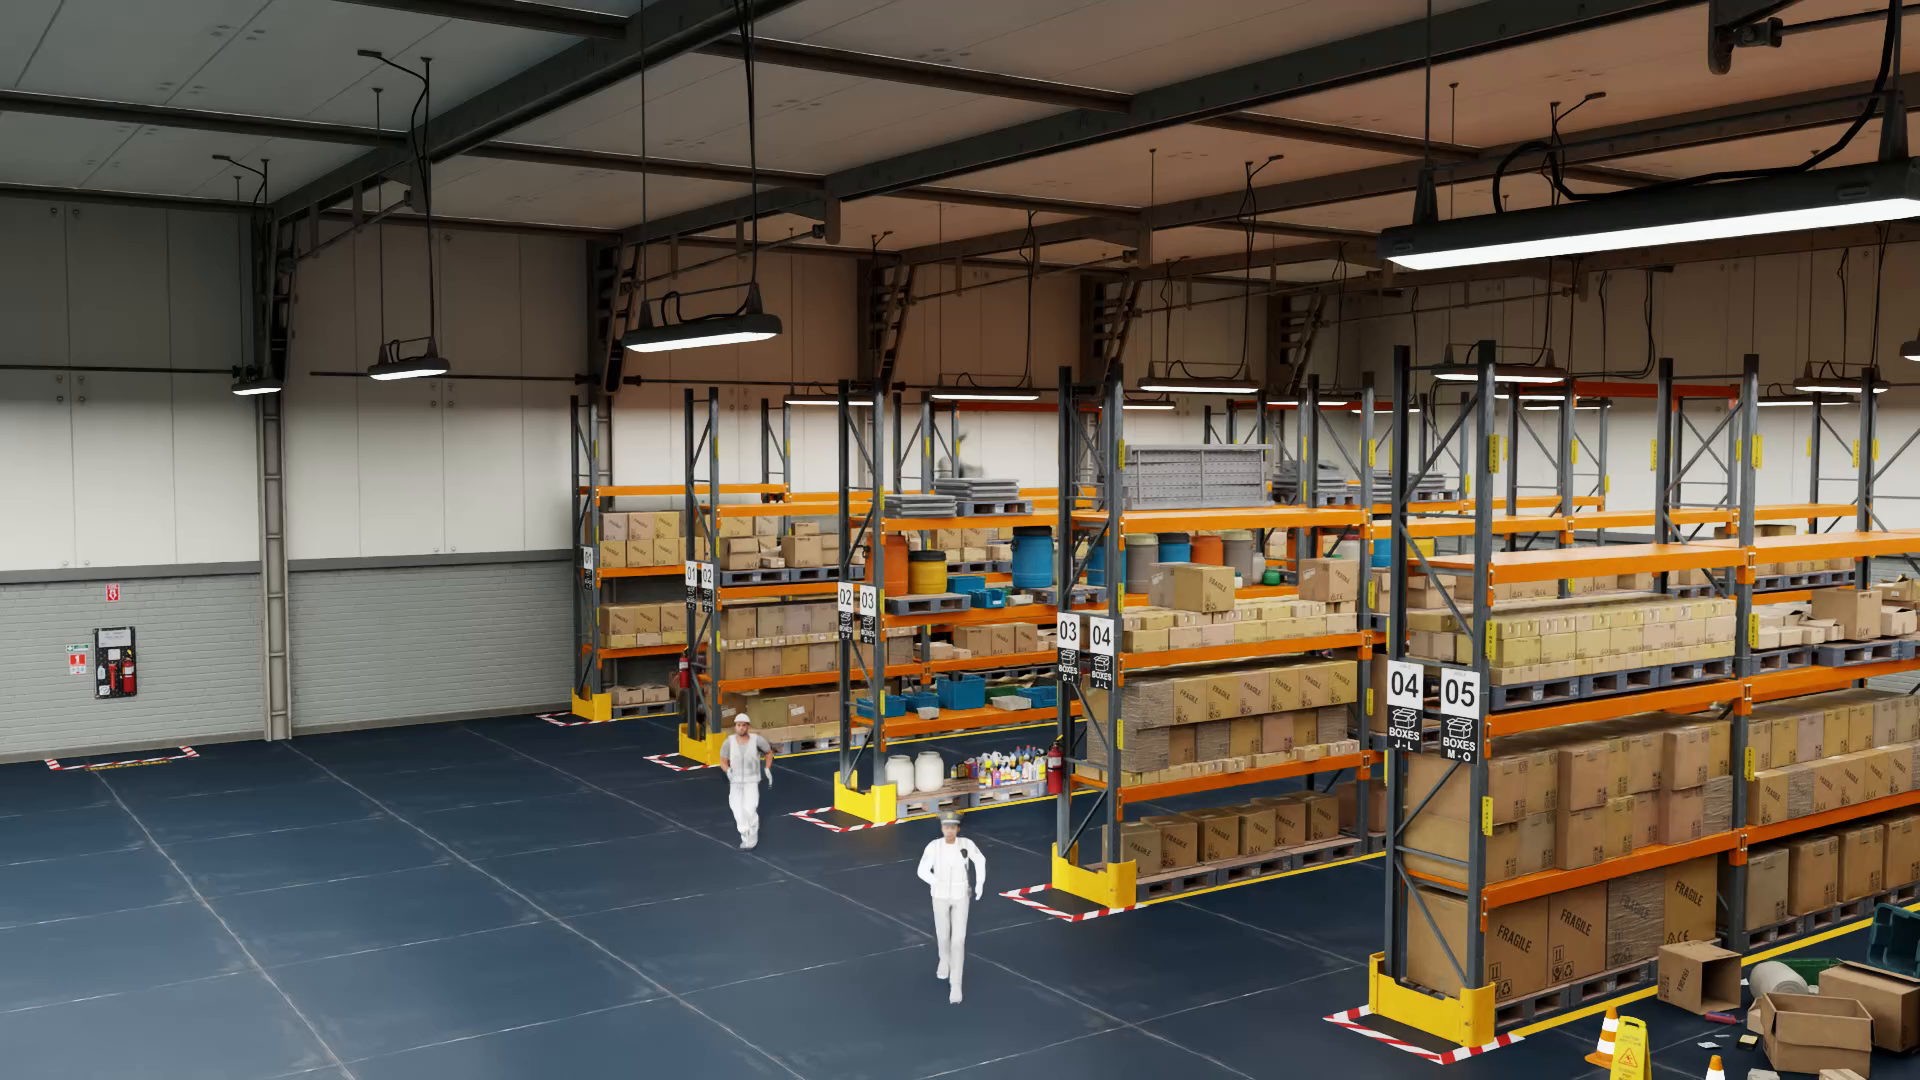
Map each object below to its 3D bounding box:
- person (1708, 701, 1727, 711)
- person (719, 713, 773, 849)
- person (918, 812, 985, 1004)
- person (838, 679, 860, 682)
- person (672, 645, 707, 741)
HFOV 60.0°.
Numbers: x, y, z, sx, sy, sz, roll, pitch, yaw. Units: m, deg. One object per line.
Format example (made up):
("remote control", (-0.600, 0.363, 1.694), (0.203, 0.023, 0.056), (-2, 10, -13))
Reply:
("person", (10.277, 2.987, 22.530), (0.607, 1.659, 0.769), (3, 5, 45))
("person", (-2.681, 3.028, 20.751), (0.655, 1.738, 0.710), (0, 3, 3))
("person", (-0.082, 3.380, 15.600), (0.624, 1.737, 0.806), (0, 3, 2))
("person", (-2.017, 2.492, 30.199), (0.733, 1.675, 0.630), (-3, 5, -41))
("person", (-4.565, 2.575, 28.544), (0.709, 1.737, 0.757), (3, 4, 40))
